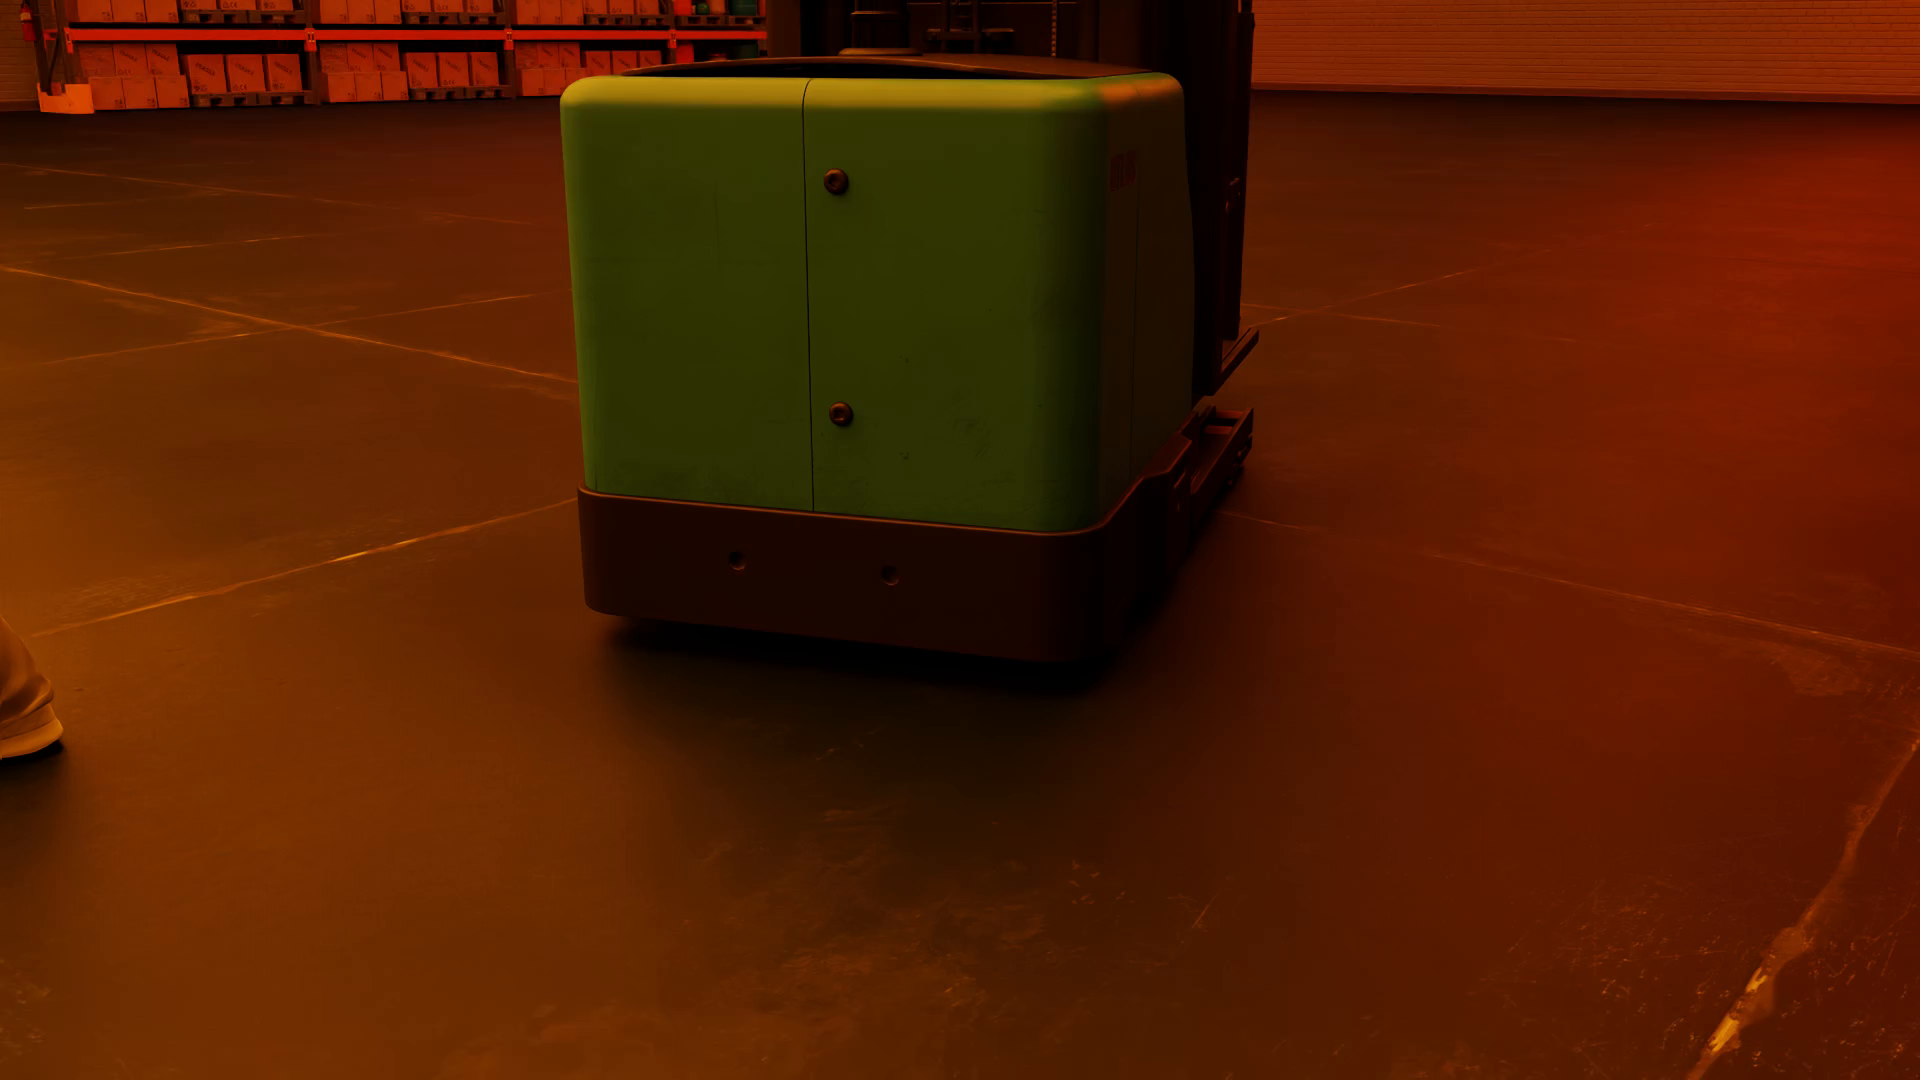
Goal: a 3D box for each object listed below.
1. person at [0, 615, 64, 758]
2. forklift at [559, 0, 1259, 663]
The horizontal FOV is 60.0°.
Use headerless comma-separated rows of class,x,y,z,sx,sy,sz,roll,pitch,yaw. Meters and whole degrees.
person,-1.864,-0.403,2.464,0.714,1.658,0.870,-11,20,-32
forklift,0.182,-1.571,4.072,1.130,2.935,3.031,5,18,17
